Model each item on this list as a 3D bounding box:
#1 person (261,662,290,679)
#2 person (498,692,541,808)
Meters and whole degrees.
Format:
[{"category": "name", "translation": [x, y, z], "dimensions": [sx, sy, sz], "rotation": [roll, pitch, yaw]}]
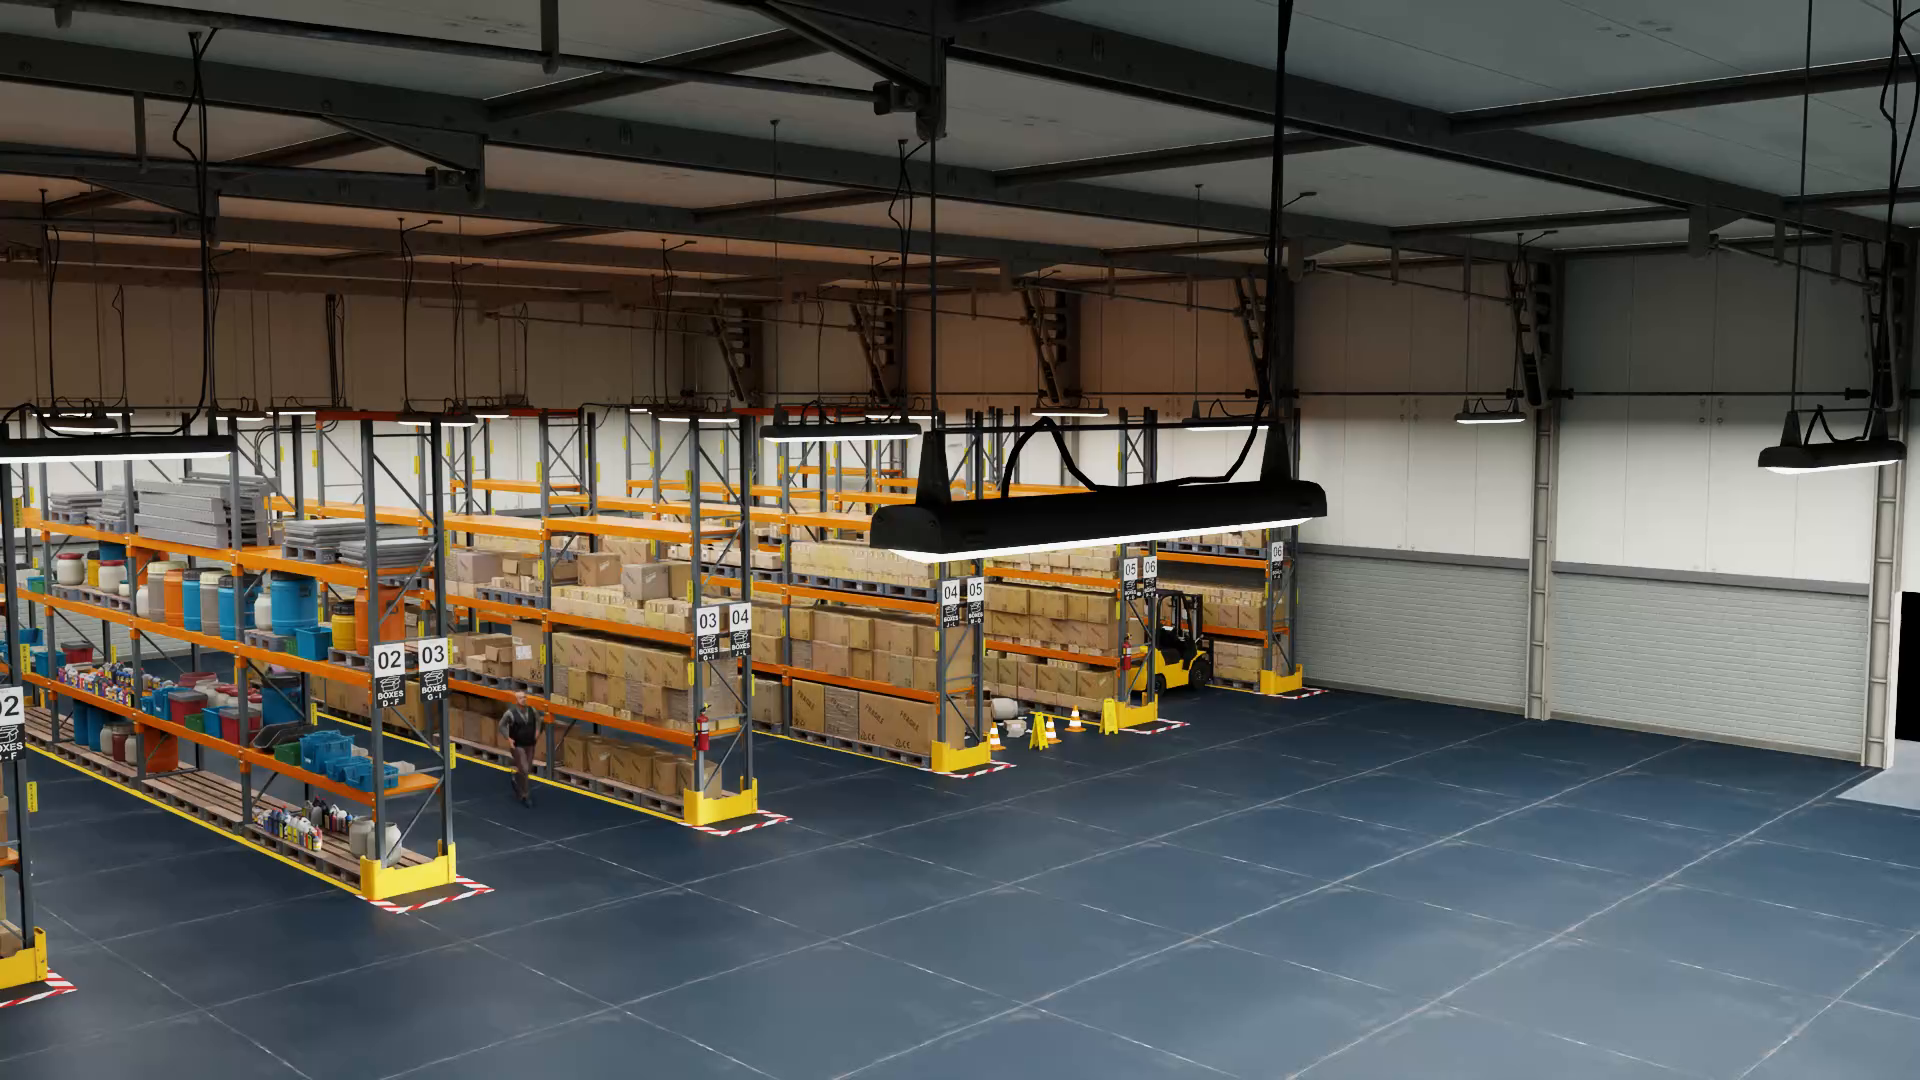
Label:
[{"category": "person", "translation": [-12.732, 2.801, 31.080], "dimensions": [0.493, 1.559, 0.603], "rotation": [4, 6, 39]}, {"category": "person", "translation": [-6.777, 3.194, 25.698], "dimensions": [0.649, 1.741, 0.827], "rotation": [-4, 7, -41]}]
